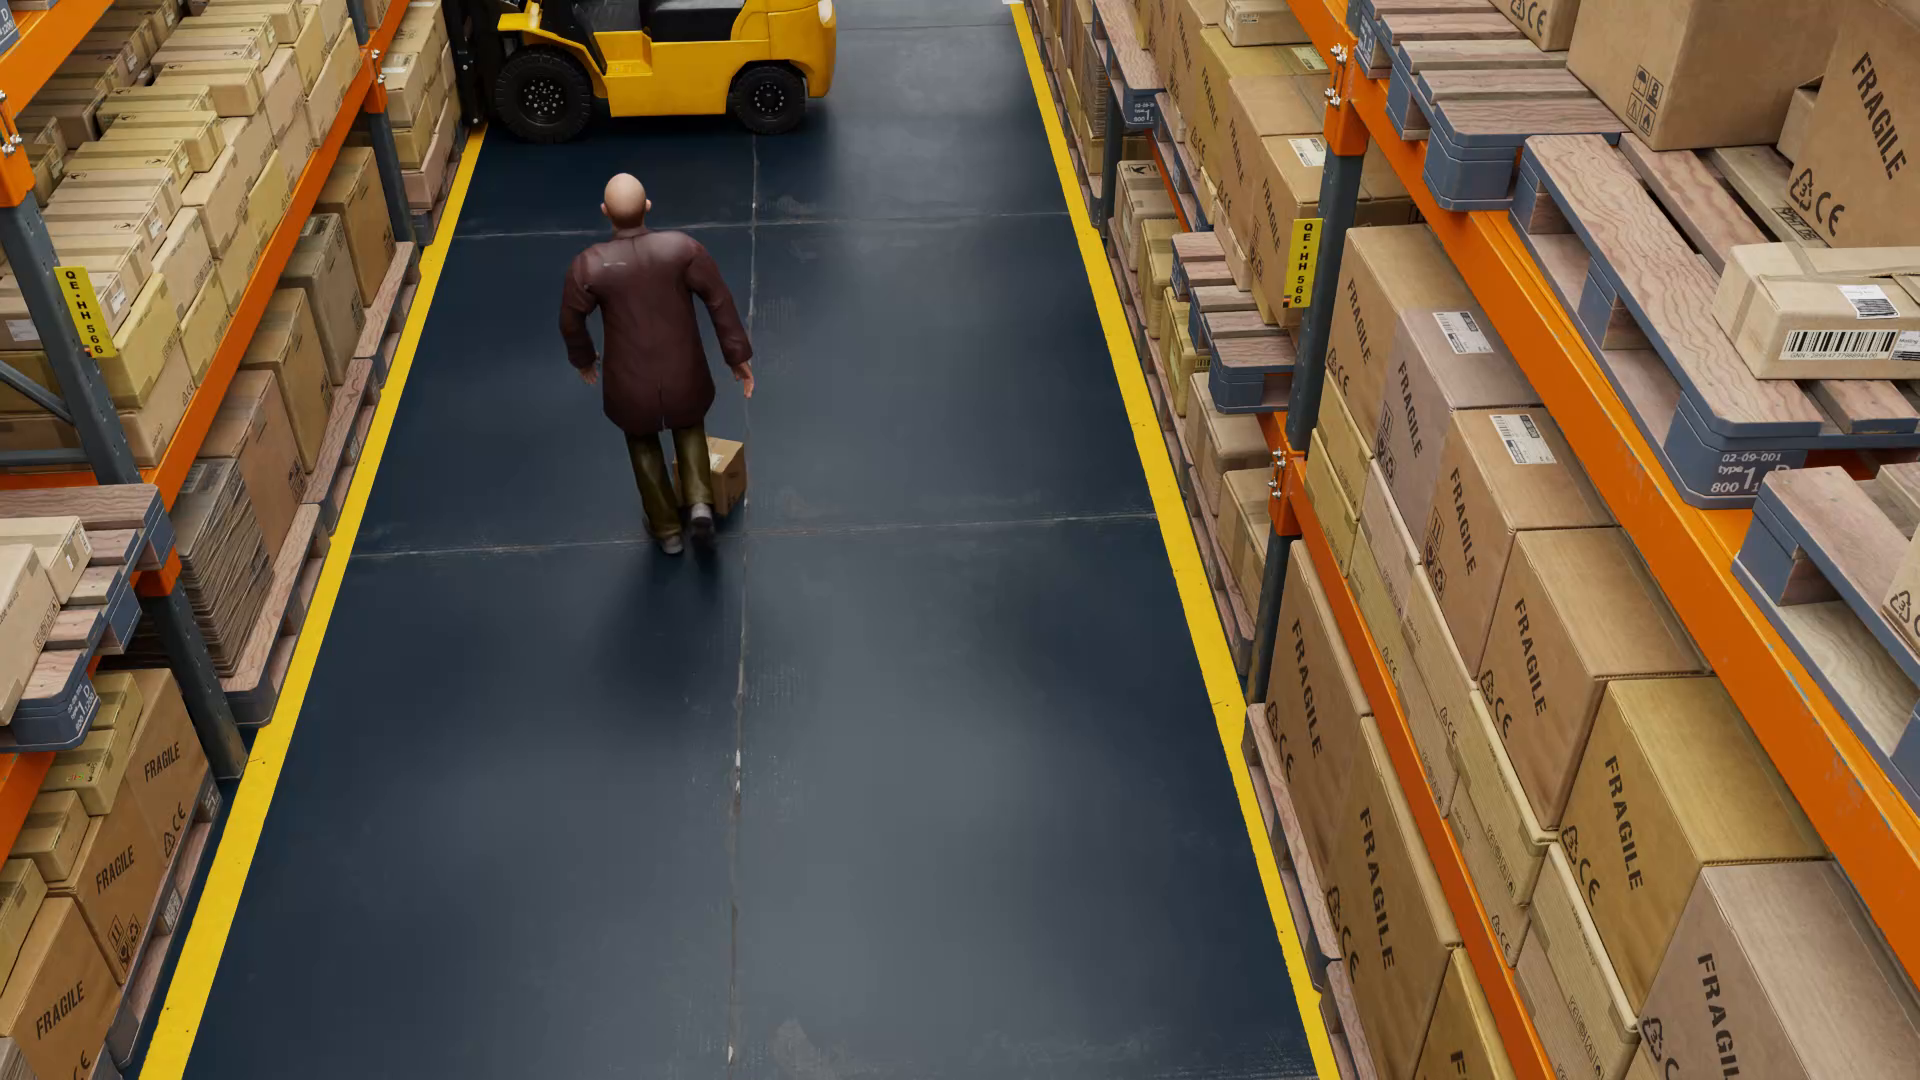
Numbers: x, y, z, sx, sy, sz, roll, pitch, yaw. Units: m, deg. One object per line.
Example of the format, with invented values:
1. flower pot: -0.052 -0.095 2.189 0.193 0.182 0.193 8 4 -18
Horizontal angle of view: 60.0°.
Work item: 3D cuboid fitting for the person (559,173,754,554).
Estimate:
1. person: -1.270 -0.704 7.089 0.776 1.715 0.615 -10 40 -12
